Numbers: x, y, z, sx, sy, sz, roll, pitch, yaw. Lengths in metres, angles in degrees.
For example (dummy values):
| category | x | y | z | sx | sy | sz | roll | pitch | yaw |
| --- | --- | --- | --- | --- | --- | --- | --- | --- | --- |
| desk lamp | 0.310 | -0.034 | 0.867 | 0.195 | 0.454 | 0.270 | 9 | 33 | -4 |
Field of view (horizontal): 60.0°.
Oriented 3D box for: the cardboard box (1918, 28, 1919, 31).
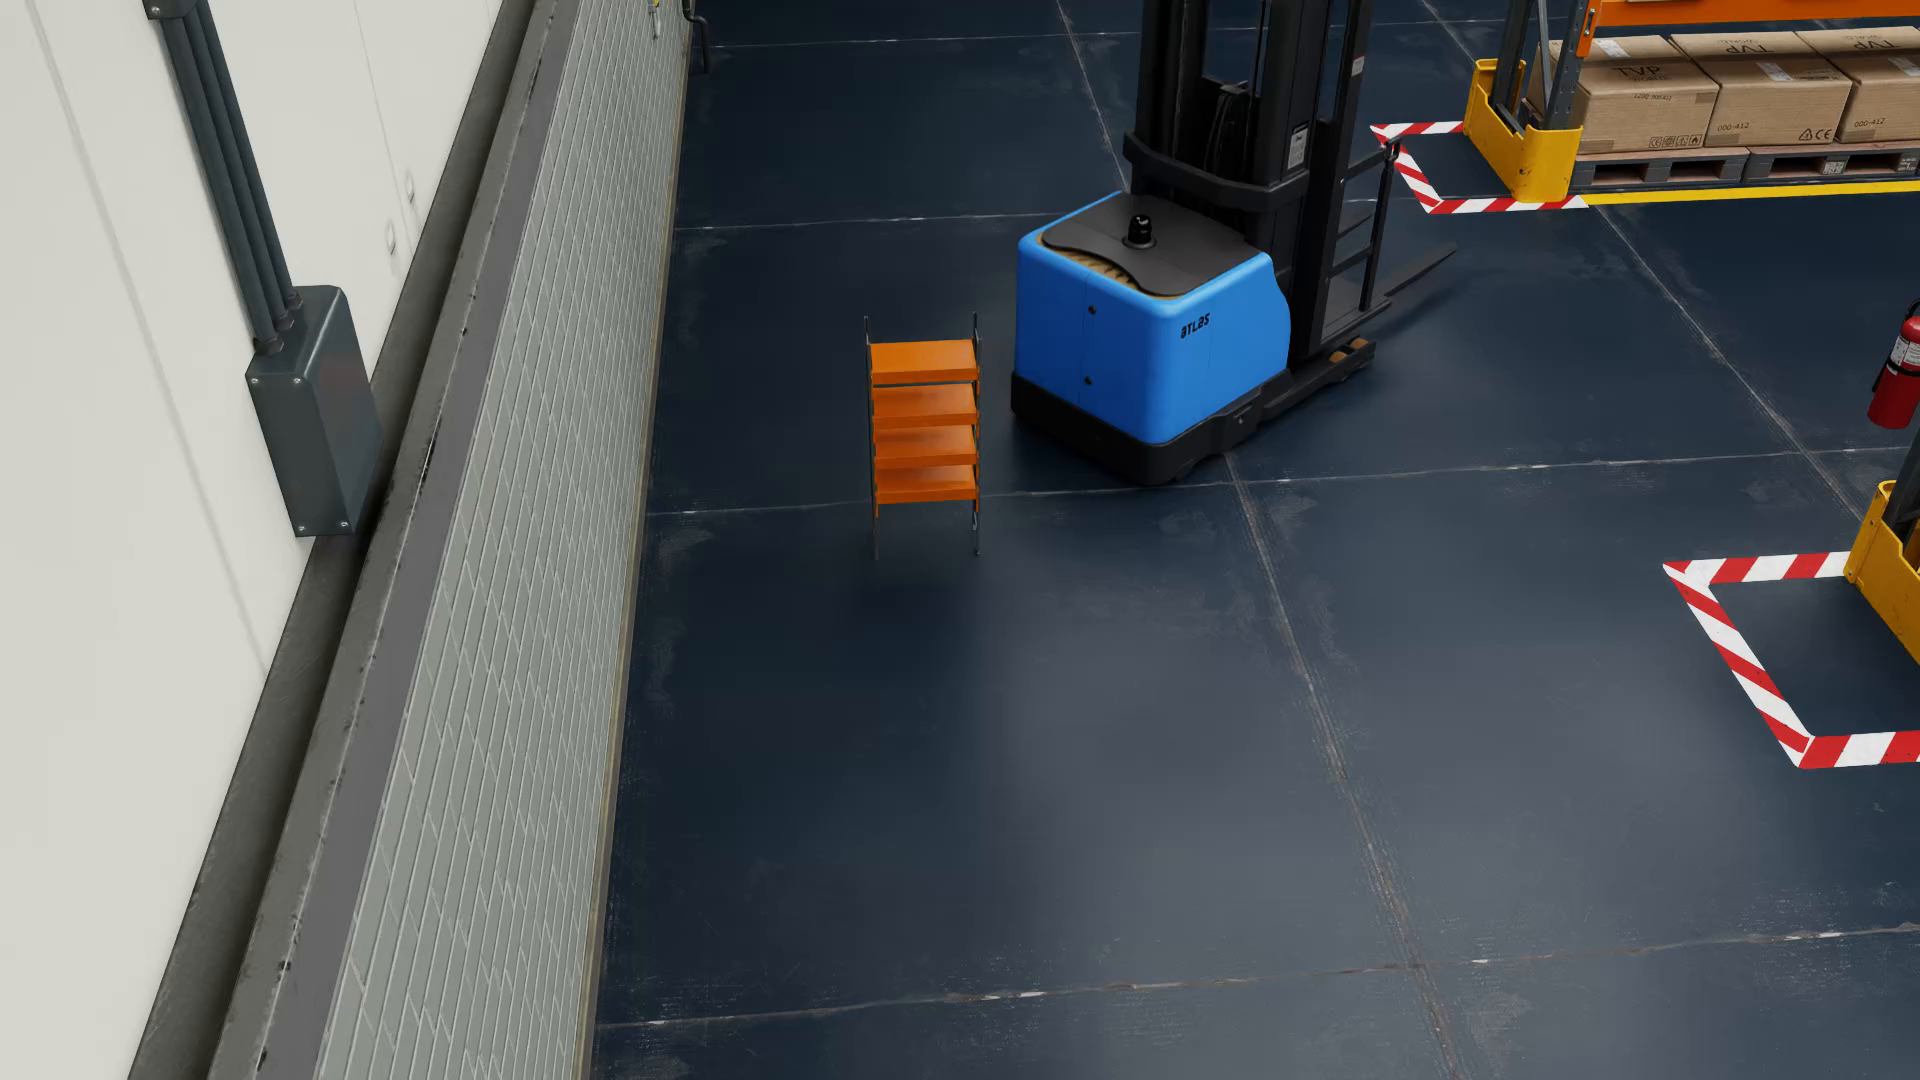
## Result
| category | x | y | z | sx | sy | sz | roll | pitch | yaw |
| --- | --- | --- | --- | --- | --- | --- | --- | --- | --- |
| cardboard box | 7.132 | -3.154 | 11.377 | 0.875 | 0.438 | 0.875 | -4 | 38 | -5 |

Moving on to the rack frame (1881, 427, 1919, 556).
| category | x | y | z | sx | sy | sz | roll | pitch | yaw |
| --- | --- | --- | --- | --- | --- | --- | --- | --- | --- |
| rack frame | 4.322 | -0.695 | 6.531 | 0.127 | 3.000 | 1.000 | -3 | 38 | -4 |

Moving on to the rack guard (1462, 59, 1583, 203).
| category | x | y | z | sx | sy | sz | roll | pitch | yaw |
| --- | --- | --- | --- | --- | --- | --- | --- | --- | --- |
| rack guard | 3.759 | -2.761 | 11.168 | 0.348 | 0.500 | 1.175 | -3 | 38 | -4 |

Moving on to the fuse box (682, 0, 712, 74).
| category | x | y | z | sx | sy | sz | roll | pitch | yaw |
| --- | --- | --- | --- | --- | --- | --- | --- | --- | --- |
| fuse box | -1.873 | -4.218 | 12.037 | 0.414 | 1.711 | 0.539 | -3 | 38 | -4 |

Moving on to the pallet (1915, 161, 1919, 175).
| category | x | y | z | sx | sy | sz | roll | pitch | yaw |
| --- | --- | --- | --- | --- | --- | --- | --- | --- | --- |
| pallet | 7.002 | -2.875 | 11.545 | 1.213 | 0.211 | 1.003 | -3 | 38 | -4 |

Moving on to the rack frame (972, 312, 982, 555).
| category | x | y | z | sx | sy | sz | roll | pitch | yaw |
| --- | --- | --- | --- | --- | --- | --- | --- | --- | --- |
| rack frame | 0.078 | -0.475 | 7.706 | 0.015 | 1.200 | 0.240 | -3 | 38 | -4 |

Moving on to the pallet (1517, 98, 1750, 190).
| category | x | y | z | sx | sy | sz | roll | pitch | yaw |
| --- | --- | --- | --- | --- | --- | --- | --- | --- | --- |
| pallet | 4.572 | -2.741 | 11.376 | 1.213 | 0.211 | 1.003 | -3 | 38 | -4 |

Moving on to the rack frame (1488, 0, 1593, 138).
| category | x | y | z | sx | sy | sz | roll | pitch | yaw |
| --- | --- | --- | --- | --- | --- | --- | --- | --- | --- |
| rack frame | 3.782 | -3.744 | 10.395 | 0.127 | 3.000 | 1.000 | -3 | 38 | -4 |

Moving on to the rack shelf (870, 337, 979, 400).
| category | x | y | z | sx | sy | sz | roll | pitch | yaw |
| --- | --- | --- | --- | --- | --- | --- | --- | --- | --- |
| rack shelf | -0.165 | -0.770 | 7.445 | 0.480 | 0.148 | 0.258 | -3 | 38 | -4 |

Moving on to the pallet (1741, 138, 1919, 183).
| category | x | y | z | sx | sy | sz | roll | pitch | yaw |
| --- | --- | --- | --- | --- | --- | --- | --- | --- | --- |
| pallet | 5.784 | -2.806 | 11.458 | 1.213 | 0.211 | 1.003 | -3 | 38 | -4 |

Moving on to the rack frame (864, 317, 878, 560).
| category | x | y | z | sx | sy | sz | roll | pitch | yaw |
| --- | --- | --- | --- | --- | --- | --- | --- | --- | --- |
| rack frame | -0.408 | -0.449 | 7.672 | 0.015 | 1.200 | 0.240 | -3 | 38 | -4 |

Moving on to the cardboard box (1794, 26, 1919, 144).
| category | x | y | z | sx | sy | sz | roll | pitch | yaw |
| --- | --- | --- | --- | --- | --- | --- | --- | --- | --- |
| cardboard box | 6.240 | -3.104 | 11.314 | 0.875 | 0.438 | 0.875 | -4 | 38 | -5 |

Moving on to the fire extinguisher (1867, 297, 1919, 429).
| category | x | y | z | sx | sy | sz | roll | pitch | yaw |
| --- | --- | --- | --- | --- | --- | --- | --- | --- | --- |
| fire extinguisher | 4.030 | -0.789 | 7.014 | 0.183 | 0.674 | 0.296 | -3 | 38 | -4 |

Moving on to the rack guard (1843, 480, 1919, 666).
| category | x | y | z | sx | sy | sz | roll | pitch | yaw |
| --- | --- | --- | --- | --- | --- | --- | --- | --- | --- |
| rack guard | 4.397 | 0.282 | 7.311 | 0.348 | 0.500 | 1.175 | -3 | 38 | -4 |

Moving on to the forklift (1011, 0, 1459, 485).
| category | x | y | z | sx | sy | sz | roll | pitch | yaw |
| --- | --- | --- | --- | --- | --- | --- | --- | --- | --- |
| forklift | 1.673 | -2.229 | 8.530 | 3.031 | 2.935 | 1.130 | -31 | 48 | -33 |

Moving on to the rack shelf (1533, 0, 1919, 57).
| category | x | y | z | sx | sy | sz | roll | pitch | yaw |
| --- | --- | --- | --- | --- | --- | --- | --- | --- | --- |
| rack shelf | 5.775 | -3.571 | 10.757 | 4.000 | 0.370 | 1.077 | -3 | 38 | -4 |

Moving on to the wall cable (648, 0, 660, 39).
| category | x | y | z | sx | sy | sz | roll | pitch | yaw |
| --- | --- | --- | --- | --- | --- | --- | --- | --- | --- |
| wall cable | -1.832 | -3.831 | 9.660 | 0.123 | 1.953 | 0.585 | -3 | 38 | -4 |

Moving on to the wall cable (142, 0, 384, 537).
| category | x | y | z | sx | sy | sz | roll | pitch | yaw |
| --- | --- | --- | --- | --- | --- | --- | --- | --- | --- |
| wall cable | -1.277 | -3.064 | 2.093 | 0.120 | 5.999 | 2.277 | -3 | 38 | -4 |

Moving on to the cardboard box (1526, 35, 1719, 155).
| category | x | y | z | sx | sy | sz | roll | pitch | yaw |
| --- | --- | --- | --- | --- | --- | --- | --- | --- | --- |
| cardboard box | 4.431 | -3.001 | 11.183 | 0.875 | 0.438 | 0.875 | -4 | 38 | -6 |

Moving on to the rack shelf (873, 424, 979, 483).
| category | x | y | z | sx | sy | sz | roll | pitch | yaw |
| --- | --- | --- | --- | --- | --- | --- | --- | --- | --- |
| rack shelf | -0.165 | -0.409 | 7.731 | 0.480 | 0.148 | 0.258 | -3 | 38 | -4 |

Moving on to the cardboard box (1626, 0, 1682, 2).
| category | x | y | z | sx | sy | sz | roll | pitch | yaw |
| --- | --- | --- | --- | --- | --- | --- | --- | --- | --- |
| cardboard box | 4.286 | -3.632 | 10.173 | 0.500 | 0.500 | 0.500 | -3 | 38 | -4 |

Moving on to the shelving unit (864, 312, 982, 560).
| category | x | y | z | sx | sy | sz | roll | pitch | yaw |
| --- | --- | --- | --- | --- | --- | --- | --- | --- | --- |
| shelving unit | -0.165 | -0.462 | 7.689 | 0.503 | 1.200 | 0.258 | -3 | 38 | -4 |

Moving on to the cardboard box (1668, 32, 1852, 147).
| category | x | y | z | sx | sy | sz | roll | pitch | yaw |
| --- | --- | --- | --- | --- | --- | --- | --- | --- | --- |
| cardboard box | 5.342 | -3.056 | 11.253 | 0.875 | 0.438 | 0.875 | -2 | 38 | -3 |

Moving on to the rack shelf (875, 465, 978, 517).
| category | x | y | z | sx | sy | sz | roll | pitch | yaw |
| --- | --- | --- | --- | --- | --- | --- | --- | --- | --- |
| rack shelf | -0.165 | -0.253 | 7.853 | 0.480 | 0.148 | 0.258 | -3 | 38 | -4 |

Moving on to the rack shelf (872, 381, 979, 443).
| category | x | y | z | sx | sy | sz | roll | pitch | yaw |
| --- | --- | --- | --- | --- | --- | --- | --- | --- | --- |
| rack shelf | -0.165 | -0.585 | 7.592 | 0.480 | 0.148 | 0.258 | -3 | 38 | -4 |
